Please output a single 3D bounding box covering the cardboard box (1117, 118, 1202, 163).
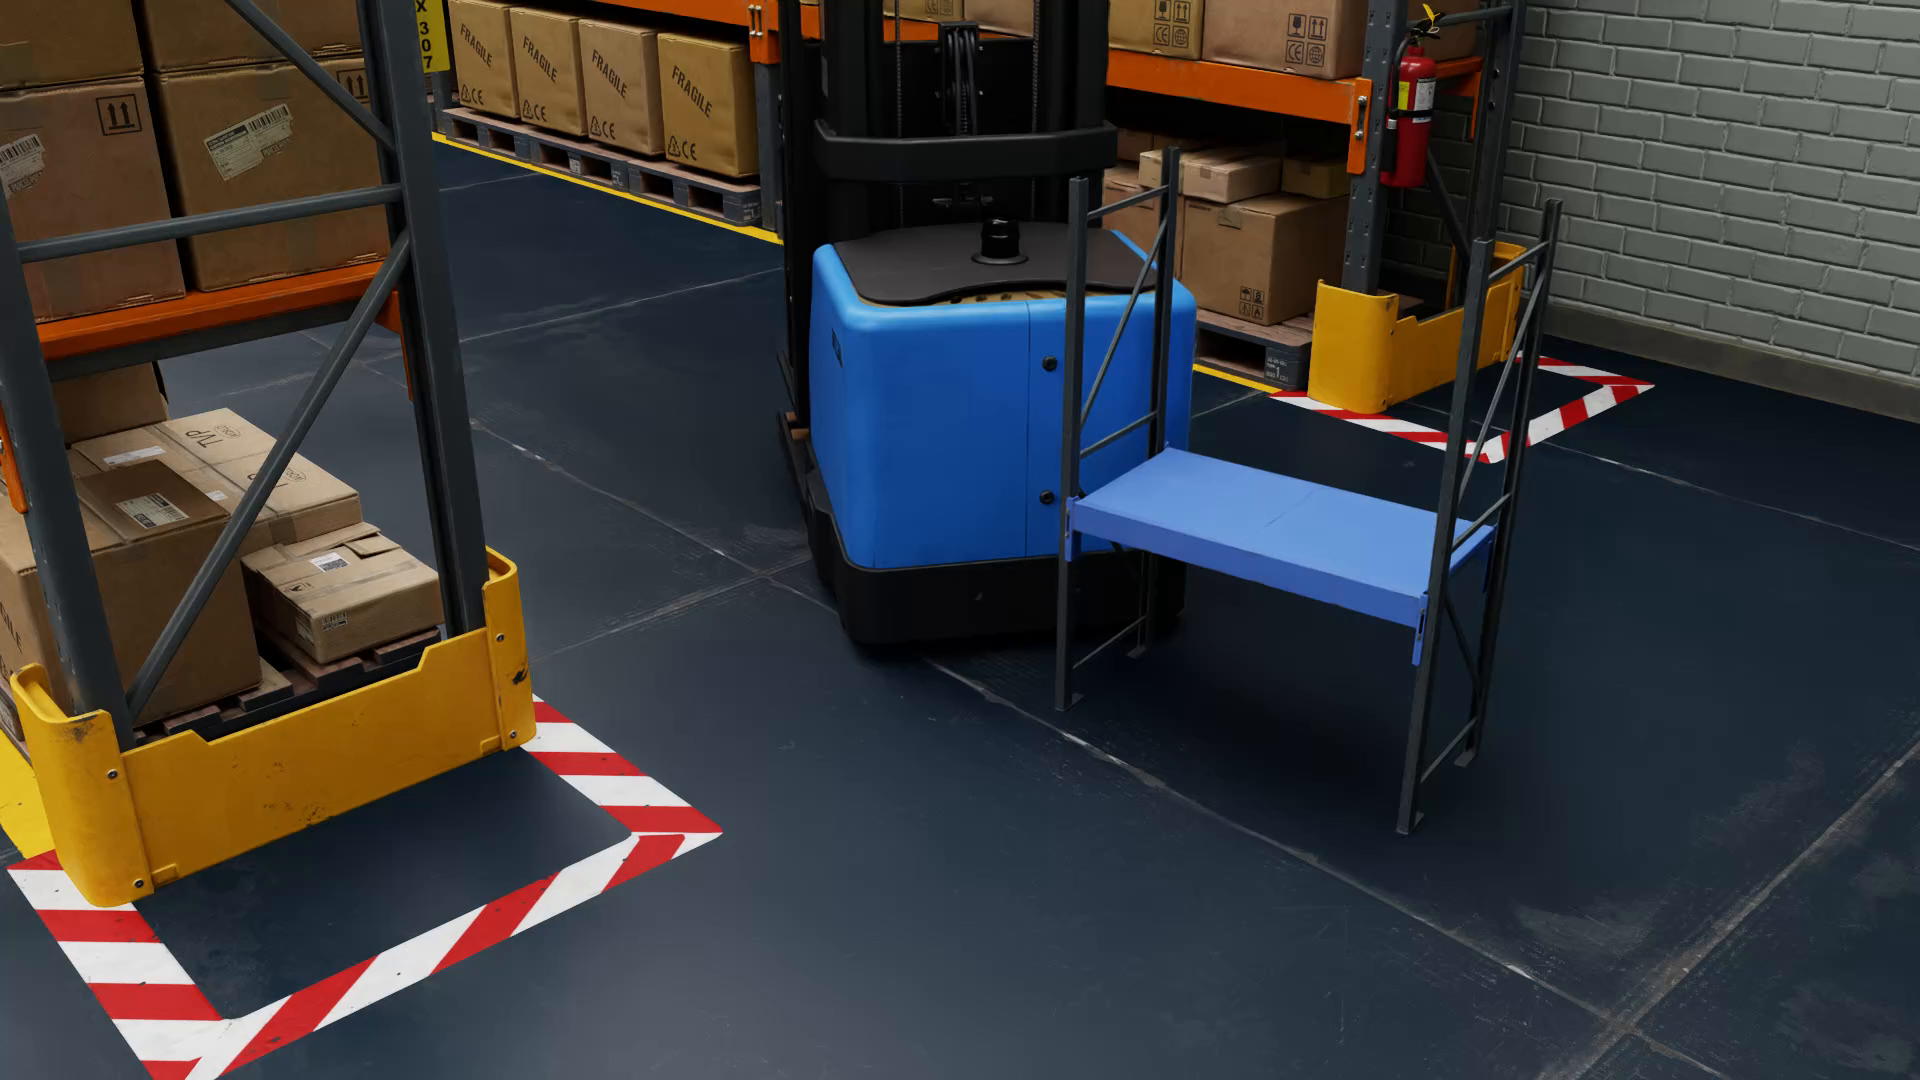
[{"bbox_3d":[0.970,-1.956,8.147,0.380,0.149,0.250,-21,32,-38],"label":"cardboard box"}]

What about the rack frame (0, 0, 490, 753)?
[{"bbox_3d":[-1.632,-0.692,3.652,1.000,3.000,0.127,-21,32,-38],"label":"rack frame"}]

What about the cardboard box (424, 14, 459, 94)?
[{"bbox_3d":[-4.016,-3.788,12.921,0.700,0.500,0.500,-21,32,-38],"label":"cardboard box"}]

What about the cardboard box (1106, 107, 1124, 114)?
[{"bbox_3d":[0.621,-2.110,8.485,0.380,0.149,0.250,-22,32,-39],"label":"cardboard box"}]

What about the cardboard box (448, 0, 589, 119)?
[{"bbox_3d":[-3.079,-3.475,11.837,0.750,0.750,0.750,-22,32,-39],"label":"cardboard box"}]

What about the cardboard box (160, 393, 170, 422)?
[{"bbox_3d":[-3.257,-0.561,6.075,0.500,0.311,0.500,-21,32,-38],"label":"cardboard box"}]

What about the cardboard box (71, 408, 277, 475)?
[{"bbox_3d":[-2.480,-0.189,5.333,0.500,0.250,0.500,-21,32,-38],"label":"cardboard box"}]

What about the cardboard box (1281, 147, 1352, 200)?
[{"bbox_3d":[1.662,-1.650,7.476,0.380,0.149,0.250,-21,32,-38],"label":"cardboard box"}]

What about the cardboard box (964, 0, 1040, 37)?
[{"bbox_3d":[0.606,-2.837,7.994,0.700,0.700,0.980,22,32,39],"label":"cardboard box"}]

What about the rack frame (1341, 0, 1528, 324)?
[{"bbox_3d":[1.982,-2.098,6.735,1.000,3.000,0.127,-21,32,-38],"label":"rack frame"}]

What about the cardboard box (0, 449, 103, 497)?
[{"bbox_3d":[-2.811,-0.032,4.989,0.500,0.250,0.500,-21,32,-38],"label":"cardboard box"}]

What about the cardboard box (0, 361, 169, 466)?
[{"bbox_3d":[-3.078,-0.400,5.491,0.797,0.503,0.637,-21,32,-38],"label":"cardboard box"}]

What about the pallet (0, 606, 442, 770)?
[{"bbox_3d":[-2.229,0.313,4.810,1.003,0.211,1.213,-21,32,-38],"label":"pallet"}]

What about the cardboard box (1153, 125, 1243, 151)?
[{"bbox_3d":[1.144,-1.879,7.979,0.380,0.149,0.250,-21,32,-38],"label":"cardboard box"}]

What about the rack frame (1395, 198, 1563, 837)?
[{"bbox_3d":[1.247,-0.031,4.012,0.032,1.500,0.500,17,29,33],"label":"rack frame"}]

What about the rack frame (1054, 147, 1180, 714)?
[{"bbox_3d":[0.427,-0.281,4.559,0.032,1.500,0.500,17,29,33],"label":"rack frame"}]

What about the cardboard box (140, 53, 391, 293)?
[{"bbox_3d":[-1.743,-0.946,4.090,0.500,0.500,0.500,-20,32,-37],"label":"cardboard box"}]

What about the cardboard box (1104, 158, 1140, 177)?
[{"bbox_3d":[0.744,-1.639,8.235,0.500,0.500,0.700,23,33,40],"label":"cardboard box"}]

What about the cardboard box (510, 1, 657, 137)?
[{"bbox_3d":[-2.485,-3.208,11.251,0.750,0.750,0.750,-21,32,-39],"label":"cardboard box"}]

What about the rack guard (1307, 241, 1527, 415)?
[{"bbox_3d":[1.998,-0.954,7.238,1.175,0.500,0.348,-21,32,-38],"label":"rack guard"}]

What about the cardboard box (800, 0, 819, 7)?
[{"bbox_3d":[-0.393,-3.277,8.959,0.980,0.700,0.700,-21,32,-38],"label":"cardboard box"}]

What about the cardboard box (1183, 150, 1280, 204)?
[{"bbox_3d":[1.209,-1.618,7.407,0.380,0.149,0.250,-22,32,-39],"label":"cardboard box"}]

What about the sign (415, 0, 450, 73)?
[{"bbox_3d":[-1.236,-1.240,3.810,0.100,0.325,0.005,-21,32,-38],"label":"sign"}]

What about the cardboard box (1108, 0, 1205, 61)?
[{"bbox_3d":[1.120,-2.604,7.482,0.980,0.700,0.700,-22,32,-39],"label":"cardboard box"}]

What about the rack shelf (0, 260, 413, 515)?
[{"bbox_3d":[-2.999,-0.970,5.130,1.077,0.370,4.000,-21,32,-38],"label":"rack shelf"}]

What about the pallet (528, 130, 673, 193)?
[{"bbox_3d":[-2.173,-2.623,11.246,1.003,0.211,1.213,-21,32,-38],"label":"pallet"}]

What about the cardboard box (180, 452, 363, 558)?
[{"bbox_3d":[-2.138,-0.038,5.001,0.500,0.250,0.500,-21,32,-38],"label":"cardboard box"}]

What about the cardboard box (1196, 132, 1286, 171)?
[{"bbox_3d":[1.315,-1.803,7.812,0.380,0.149,0.250,-21,32,-38],"label":"cardboard box"}]

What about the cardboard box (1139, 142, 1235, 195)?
[{"bbox_3d":[1.034,-1.695,7.576,0.380,0.149,0.250,-20,31,-37],"label":"cardboard box"}]

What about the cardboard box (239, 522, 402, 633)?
[{"bbox_3d":[-1.838,0.097,4.807,0.380,0.166,0.250,-21,32,-38],"label":"cardboard box"}]

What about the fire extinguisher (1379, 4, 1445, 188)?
[{"bbox_3d":[1.748,-1.717,6.441,0.296,0.674,0.183,-21,32,-38],"label":"fire extinguisher"}]

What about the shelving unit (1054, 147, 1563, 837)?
[{"bbox_3d":[0.837,-0.156,4.285,1.048,1.500,0.538,17,29,33],"label":"shelving unit"}]

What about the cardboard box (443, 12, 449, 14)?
[{"bbox_3d":[-4.284,-3.977,13.336,0.700,0.500,0.500,-21,32,-39],"label":"cardboard box"}]

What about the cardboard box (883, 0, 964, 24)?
[{"bbox_3d":[0.101,-3.055,8.471,0.980,0.700,0.700,-22,33,-40],"label":"cardboard box"}]

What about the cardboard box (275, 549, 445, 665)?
[{"bbox_3d":[-1.667,0.181,4.644,0.380,0.149,0.250,-21,32,-38],"label":"cardboard box"}]

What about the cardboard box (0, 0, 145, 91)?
[{"bbox_3d":[-2.137,-1.249,3.549,0.500,0.500,0.500,-22,32,-39],"label":"cardboard box"}]

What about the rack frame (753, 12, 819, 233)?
[{"bbox_3d":[-0.752,-3.310,9.392,1.000,3.000,0.127,-21,32,-38],"label":"rack frame"}]

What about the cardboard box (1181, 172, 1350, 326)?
[{"bbox_3d":[1.430,-1.336,7.569,0.700,0.500,0.500,-21,32,-38],"label":"cardboard box"}]

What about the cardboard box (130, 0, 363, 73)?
[{"bbox_3d":[-1.743,-1.401,3.883,0.500,0.500,0.500,-20,31,-37],"label":"cardboard box"}]

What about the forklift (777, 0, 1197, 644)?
[{"bbox_3d":[-0.097,-1.611,5.750,1.130,2.935,3.031,-5,25,-10],"label":"forklift"}]

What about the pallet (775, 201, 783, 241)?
[{"bbox_3d":[-0.290,-1.789,9.417,1.003,0.211,1.213,-21,32,-38],"label":"pallet"}]

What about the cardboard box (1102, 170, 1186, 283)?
[{"bbox_3d":[1.088,-1.487,7.902,0.700,0.500,0.500,-21,32,-39],"label":"cardboard box"}]

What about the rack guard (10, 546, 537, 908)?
[{"bbox_3d":[-1.684,0.423,4.222,1.175,0.500,0.348,-21,32,-38],"label":"rack guard"}]

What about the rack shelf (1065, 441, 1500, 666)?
[{"bbox_3d":[0.837,0.007,4.360,1.000,0.185,0.538,17,29,33],"label":"rack shelf"}]

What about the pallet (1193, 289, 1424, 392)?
[{"bbox_3d":[1.378,-1.049,7.796,1.003,0.211,1.213,-21,32,-38],"label":"pallet"}]

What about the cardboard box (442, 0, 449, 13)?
[{"bbox_3d":[-4.360,-4.320,13.183,0.500,0.250,0.500,-20,32,-38],"label":"cardboard box"}]

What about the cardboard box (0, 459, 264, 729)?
[{"bbox_3d":[-2.183,0.151,4.288,0.500,0.500,0.500,-21,32,-38],"label":"cardboard box"}]

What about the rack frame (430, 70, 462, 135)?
[{"bbox_3d":[-3.486,-4.522,12.048,1.000,3.000,0.127,-21,32,-38],"label":"rack frame"}]

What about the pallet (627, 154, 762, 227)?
[{"bbox_3d":[-1.335,-2.254,10.436,1.003,0.211,1.213,-21,32,-38],"label":"pallet"}]

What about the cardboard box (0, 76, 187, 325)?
[{"bbox_3d":[-2.137,-0.796,3.760,0.500,0.500,0.500,-20,31,-37],"label":"cardboard box"}]

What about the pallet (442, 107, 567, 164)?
[{"bbox_3d":[-3.002,-2.993,12.056,1.003,0.211,1.213,-21,32,-38],"label":"pallet"}]

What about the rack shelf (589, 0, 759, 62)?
[{"bbox_3d":[-2.119,-3.589,10.869,1.077,0.370,4.000,-21,32,-38],"label":"rack shelf"}]

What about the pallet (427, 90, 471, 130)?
[{"bbox_3d":[-4.019,-3.490,13.147,1.003,0.211,1.213,-21,32,-38],"label":"pallet"}]

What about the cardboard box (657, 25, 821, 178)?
[{"bbox_3d":[-1.291,-2.683,10.101,0.750,0.750,0.750,-21,32,-38],"label":"cardboard box"}]

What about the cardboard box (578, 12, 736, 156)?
[{"bbox_3d":[-1.901,-2.952,10.690,0.750,0.750,0.750,-20,31,-37],"label":"cardboard box"}]

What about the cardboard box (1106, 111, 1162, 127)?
[{"bbox_3d":[0.794,-2.033,8.317,0.380,0.149,0.250,-21,32,-38],"label":"cardboard box"}]

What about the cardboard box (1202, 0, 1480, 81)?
[{"bbox_3d":[1.626,-2.386,7.005,0.980,0.700,0.700,-20,31,-36],"label":"cardboard box"}]

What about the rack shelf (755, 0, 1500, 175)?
[{"bbox_3d":[0.615,-2.377,8.213,1.077,0.370,4.000,-21,32,-38],"label":"rack shelf"}]
